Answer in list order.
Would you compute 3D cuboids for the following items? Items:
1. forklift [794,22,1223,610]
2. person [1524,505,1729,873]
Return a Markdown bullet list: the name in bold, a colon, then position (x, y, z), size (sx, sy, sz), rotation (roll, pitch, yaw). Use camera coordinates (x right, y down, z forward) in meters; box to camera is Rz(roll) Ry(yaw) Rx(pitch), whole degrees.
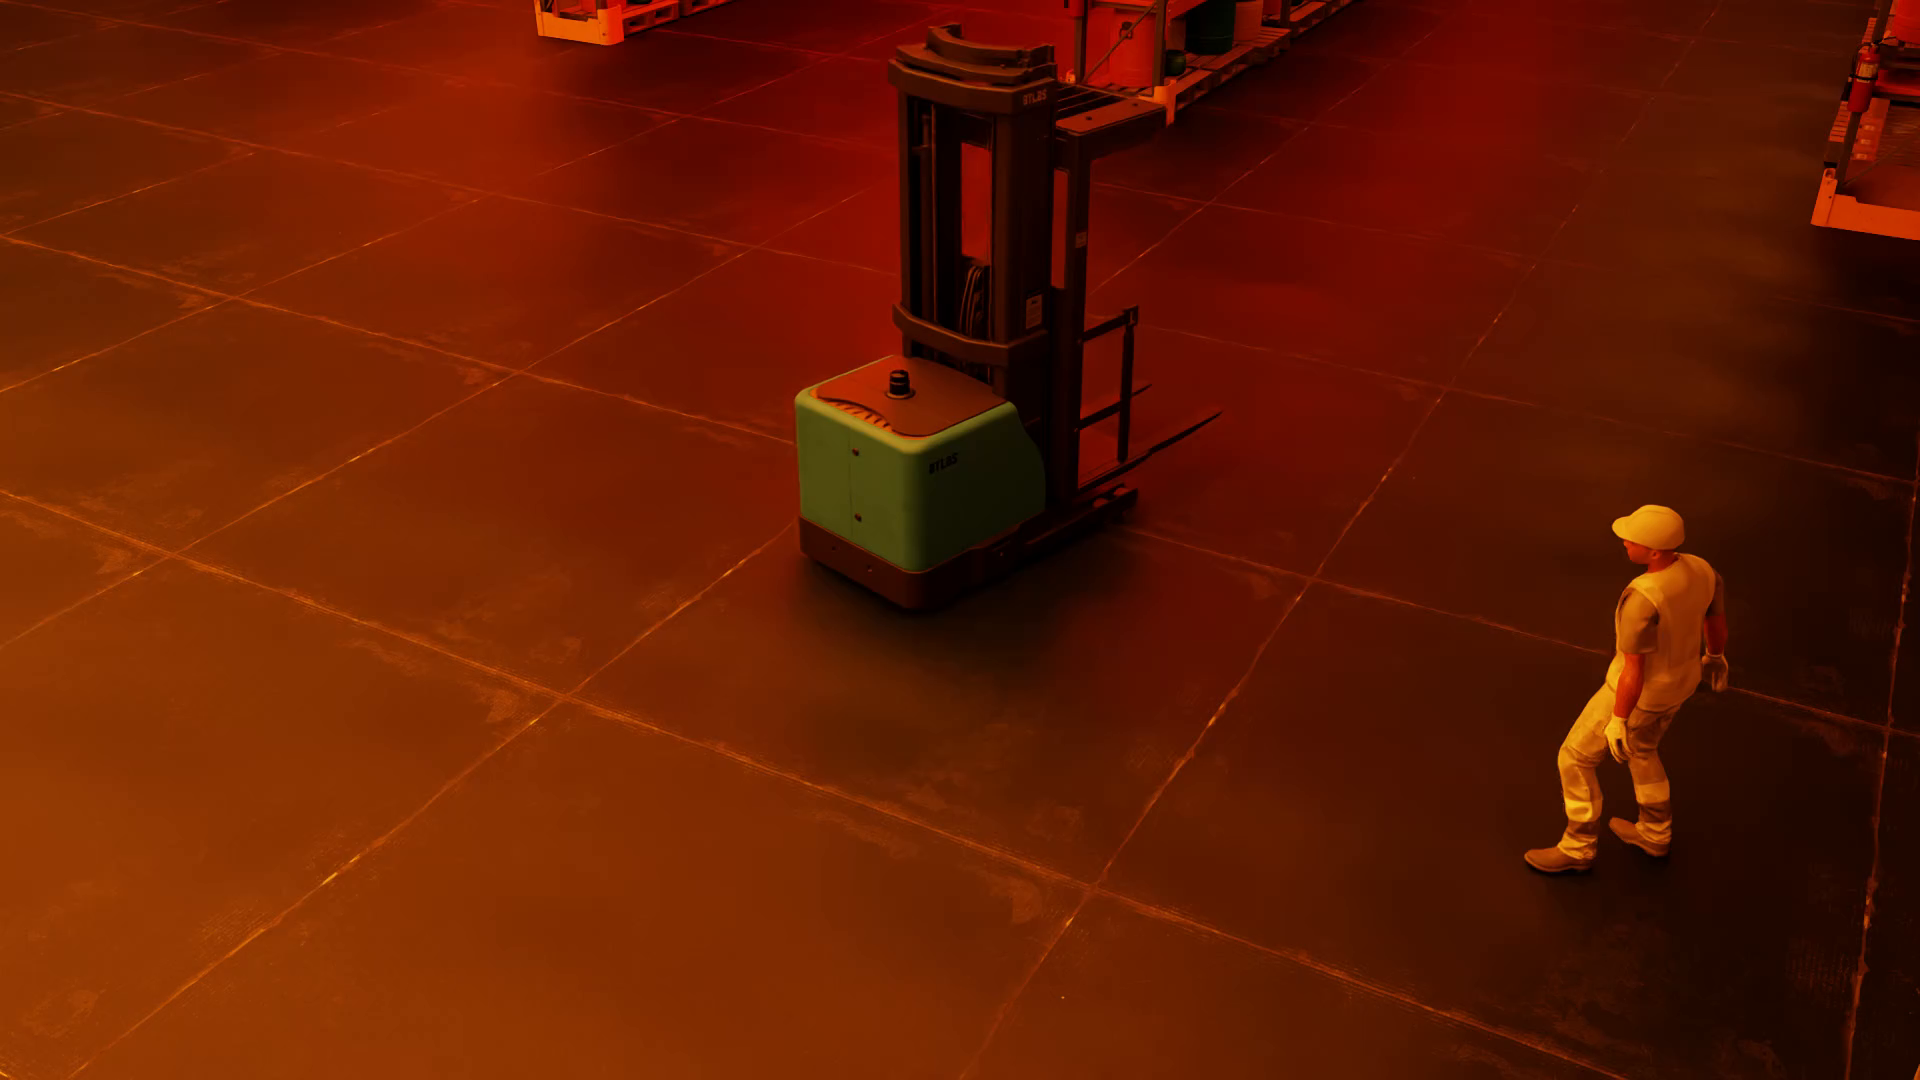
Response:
- **forklift**: position (0.449, -1.520, 9.705), size (1.130, 2.935, 3.031), rotation (26, 39, 37)
- **person**: position (2.950, 0.633, 7.187), size (0.883, 1.747, 0.459), rotation (-19, 35, -29)
